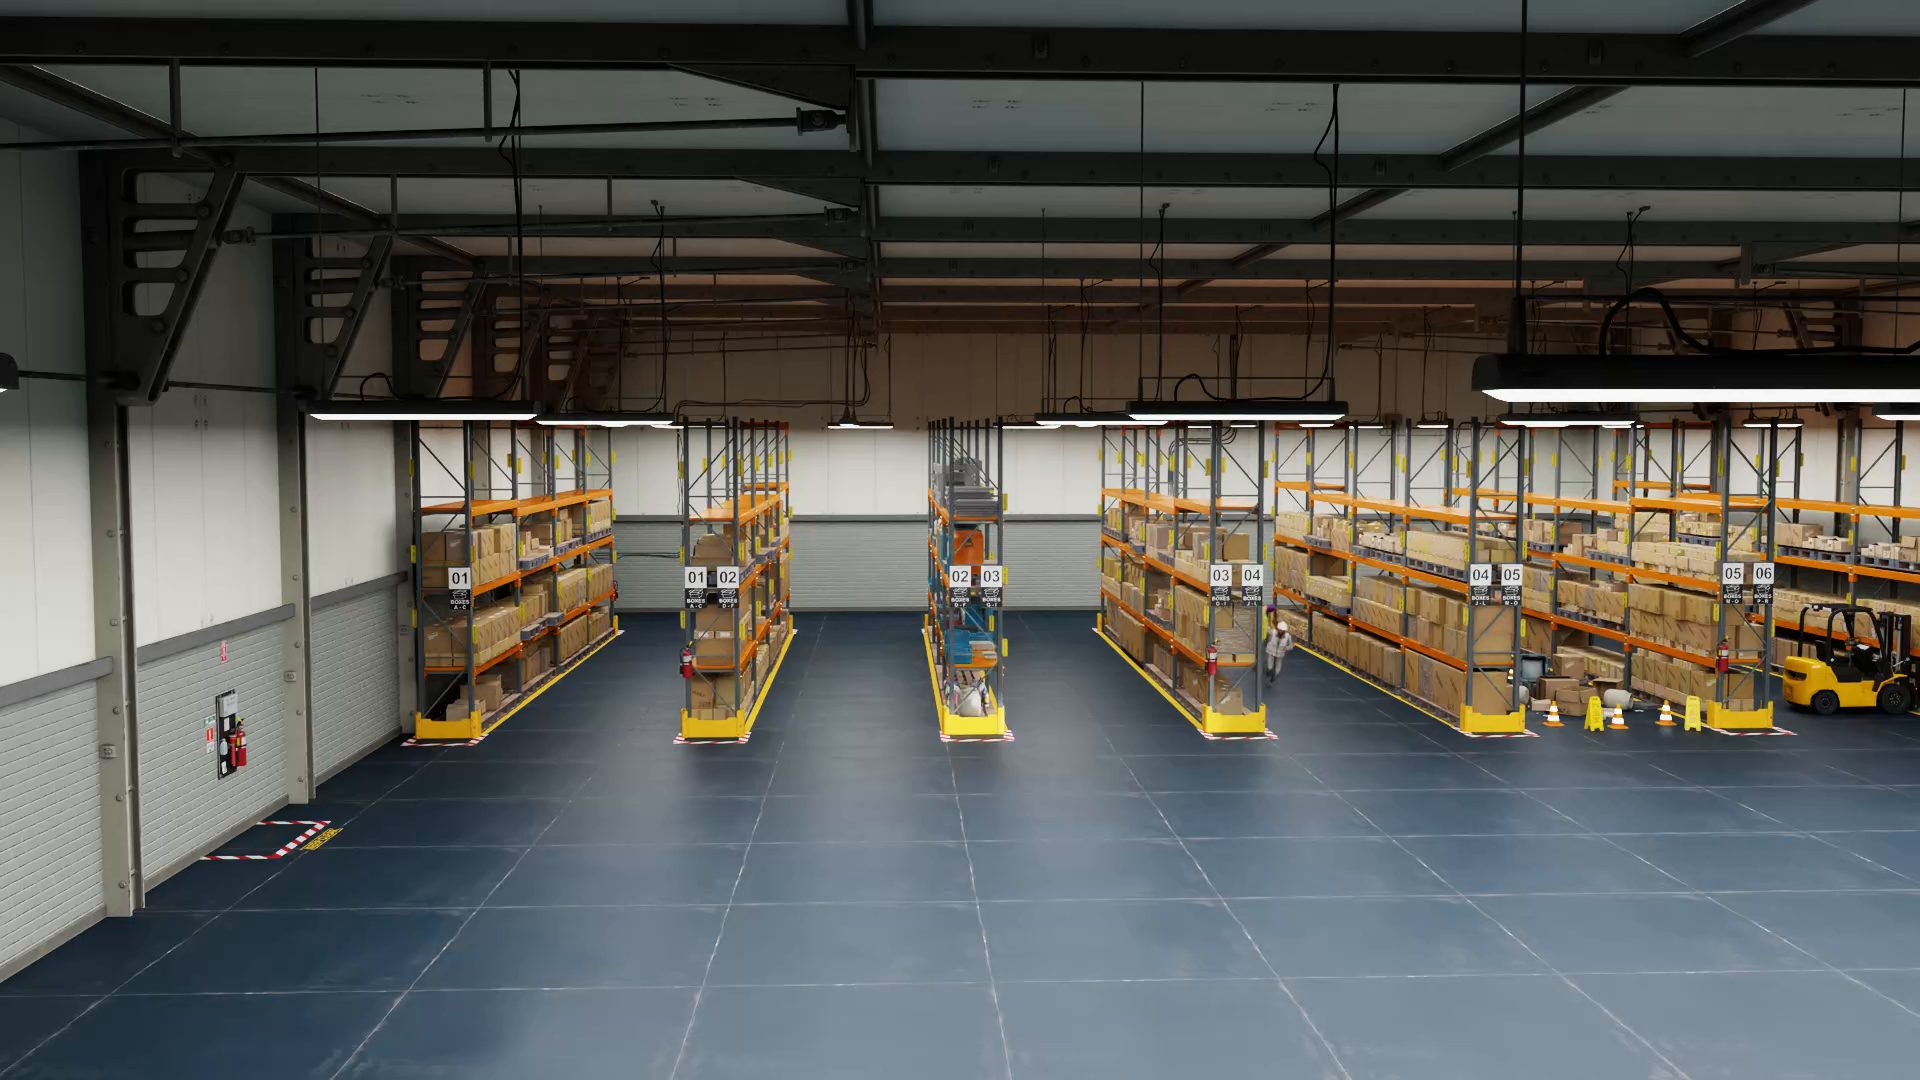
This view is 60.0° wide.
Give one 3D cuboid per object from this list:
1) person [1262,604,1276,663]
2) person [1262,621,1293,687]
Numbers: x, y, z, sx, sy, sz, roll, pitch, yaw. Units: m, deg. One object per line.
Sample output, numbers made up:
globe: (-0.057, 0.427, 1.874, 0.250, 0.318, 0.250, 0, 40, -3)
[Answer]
person: (7.434, 2.238, 41.125, 0.750, 1.673, 0.956, 1, 4, 12)
person: (7.024, 2.541, 36.846, 0.653, 1.533, 1.013, 0, 4, 1)
